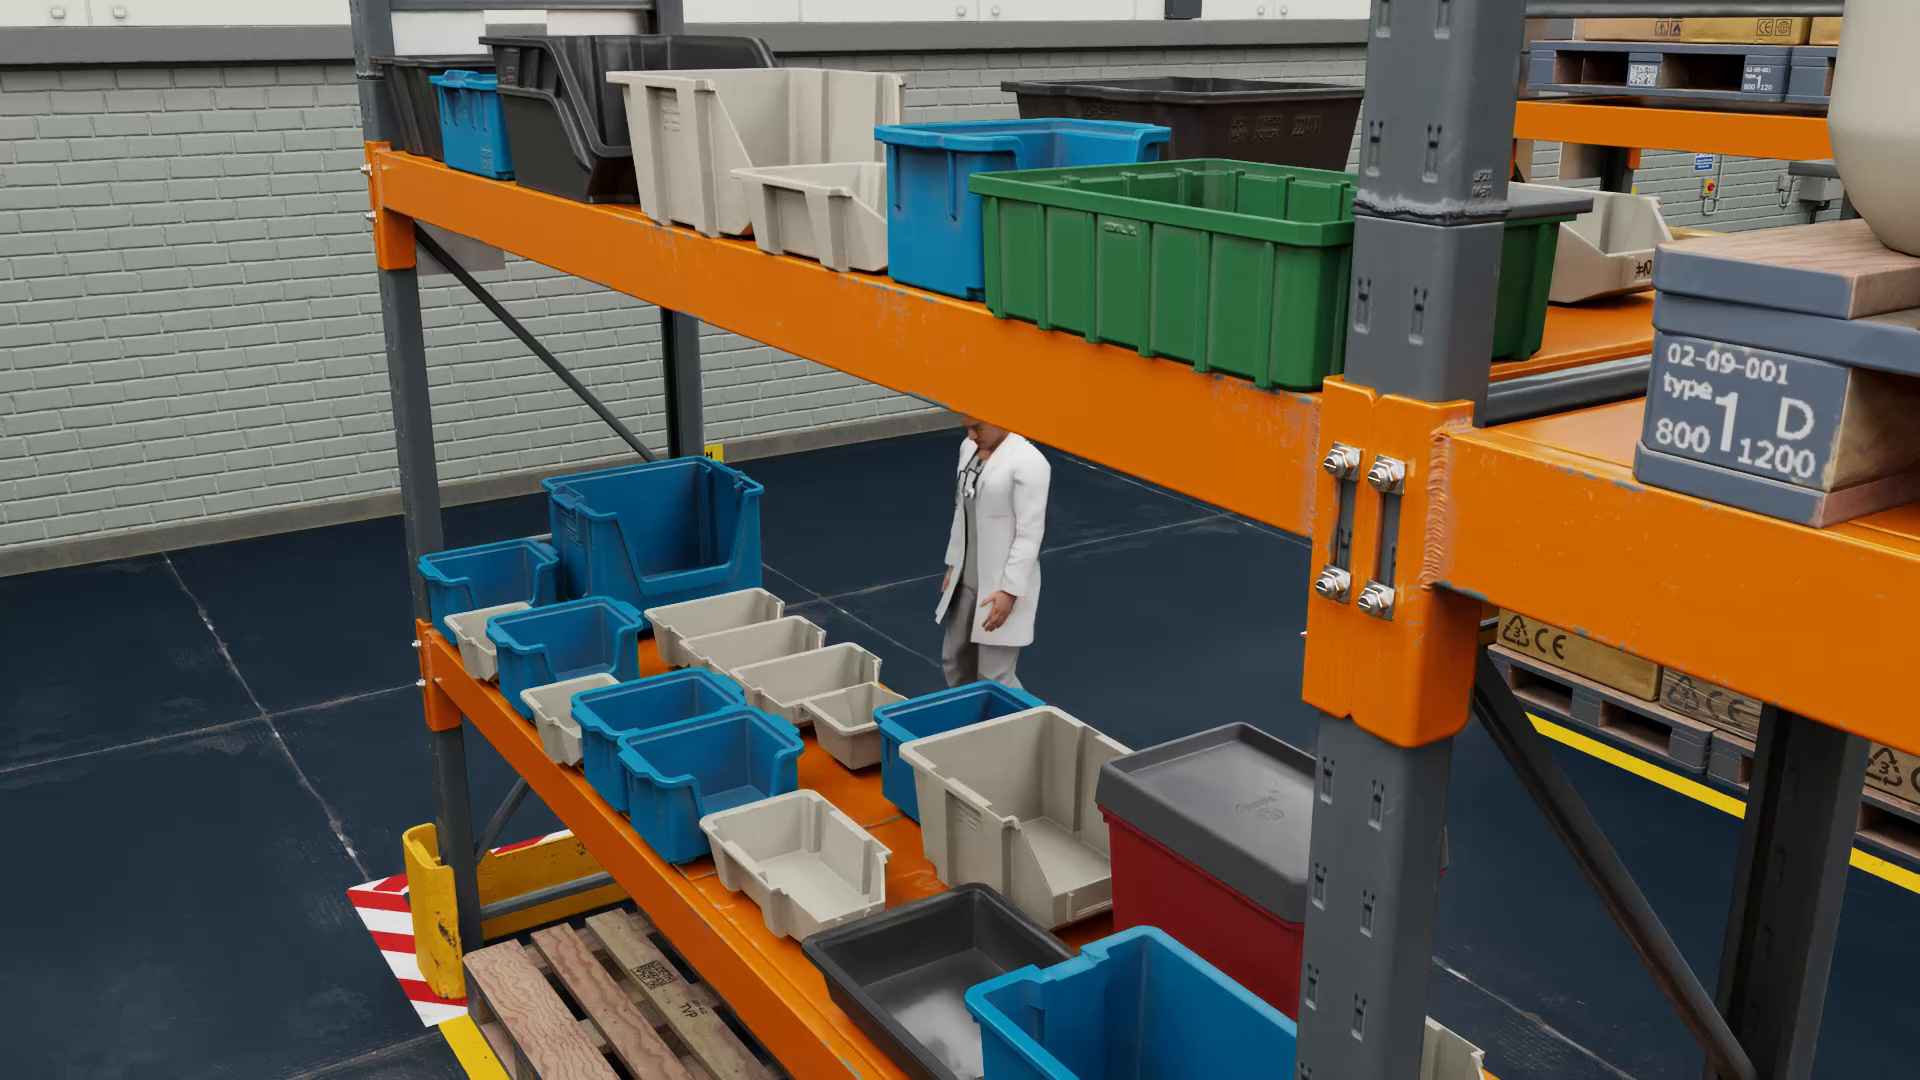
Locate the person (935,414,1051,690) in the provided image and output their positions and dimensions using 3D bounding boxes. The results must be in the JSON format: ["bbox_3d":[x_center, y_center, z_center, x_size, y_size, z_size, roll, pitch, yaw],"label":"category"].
[{"bbox_3d":[0.136,0.194,7.047,0.395,1.747,0.579,-11,21,-30],"label":"person"}]
